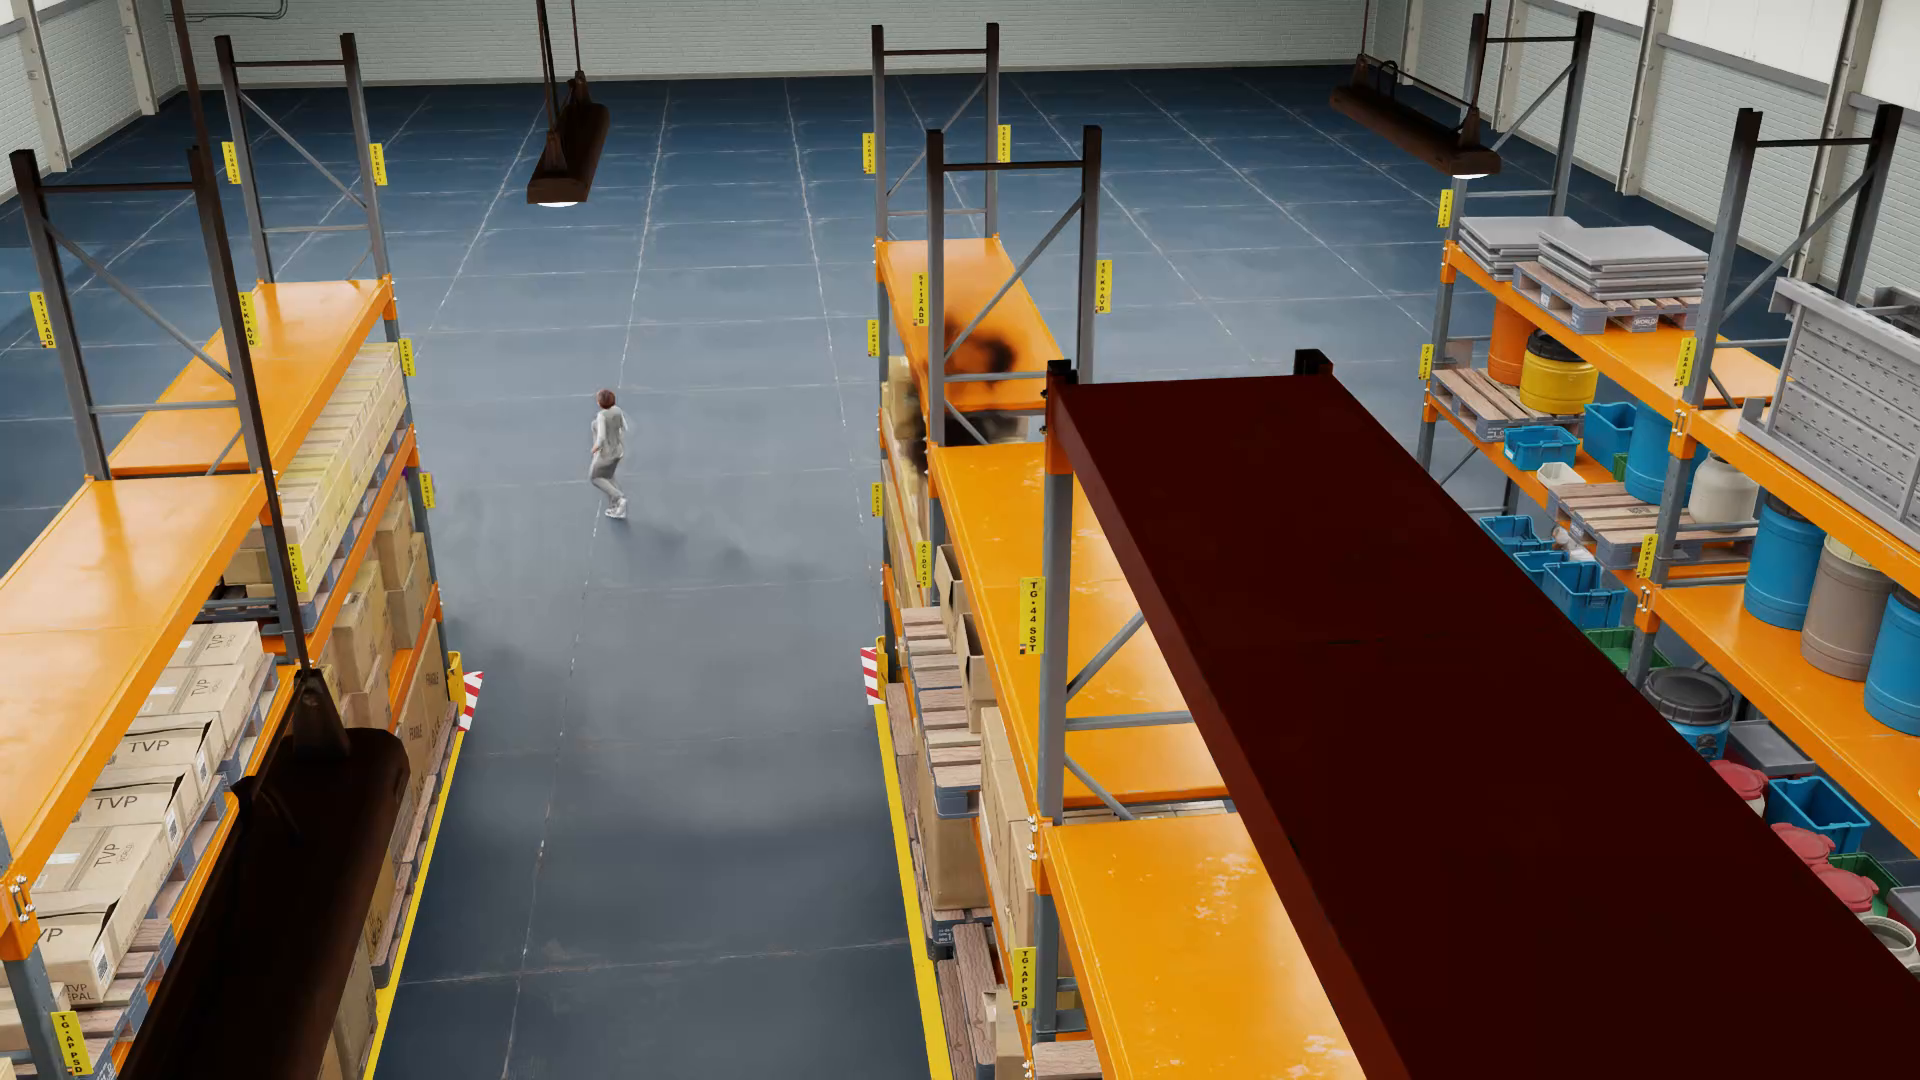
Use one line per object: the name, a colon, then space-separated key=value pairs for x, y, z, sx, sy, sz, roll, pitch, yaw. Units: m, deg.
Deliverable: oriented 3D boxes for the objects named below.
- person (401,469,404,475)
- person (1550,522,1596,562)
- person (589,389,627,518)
person: x=-6.027 y=-0.313 z=17.164 sx=0.726 sy=1.821 sz=0.728 roll=22 pitch=33 yaw=38
person: x=5.968 y=0.256 z=16.101 sx=0.611 sy=1.699 sz=0.648 roll=-17 pitch=30 yaw=-31
person: x=-3.975 y=-0.976 z=18.744 sx=0.551 sy=1.552 sz=0.530 roll=15 pitch=29 yaw=28
